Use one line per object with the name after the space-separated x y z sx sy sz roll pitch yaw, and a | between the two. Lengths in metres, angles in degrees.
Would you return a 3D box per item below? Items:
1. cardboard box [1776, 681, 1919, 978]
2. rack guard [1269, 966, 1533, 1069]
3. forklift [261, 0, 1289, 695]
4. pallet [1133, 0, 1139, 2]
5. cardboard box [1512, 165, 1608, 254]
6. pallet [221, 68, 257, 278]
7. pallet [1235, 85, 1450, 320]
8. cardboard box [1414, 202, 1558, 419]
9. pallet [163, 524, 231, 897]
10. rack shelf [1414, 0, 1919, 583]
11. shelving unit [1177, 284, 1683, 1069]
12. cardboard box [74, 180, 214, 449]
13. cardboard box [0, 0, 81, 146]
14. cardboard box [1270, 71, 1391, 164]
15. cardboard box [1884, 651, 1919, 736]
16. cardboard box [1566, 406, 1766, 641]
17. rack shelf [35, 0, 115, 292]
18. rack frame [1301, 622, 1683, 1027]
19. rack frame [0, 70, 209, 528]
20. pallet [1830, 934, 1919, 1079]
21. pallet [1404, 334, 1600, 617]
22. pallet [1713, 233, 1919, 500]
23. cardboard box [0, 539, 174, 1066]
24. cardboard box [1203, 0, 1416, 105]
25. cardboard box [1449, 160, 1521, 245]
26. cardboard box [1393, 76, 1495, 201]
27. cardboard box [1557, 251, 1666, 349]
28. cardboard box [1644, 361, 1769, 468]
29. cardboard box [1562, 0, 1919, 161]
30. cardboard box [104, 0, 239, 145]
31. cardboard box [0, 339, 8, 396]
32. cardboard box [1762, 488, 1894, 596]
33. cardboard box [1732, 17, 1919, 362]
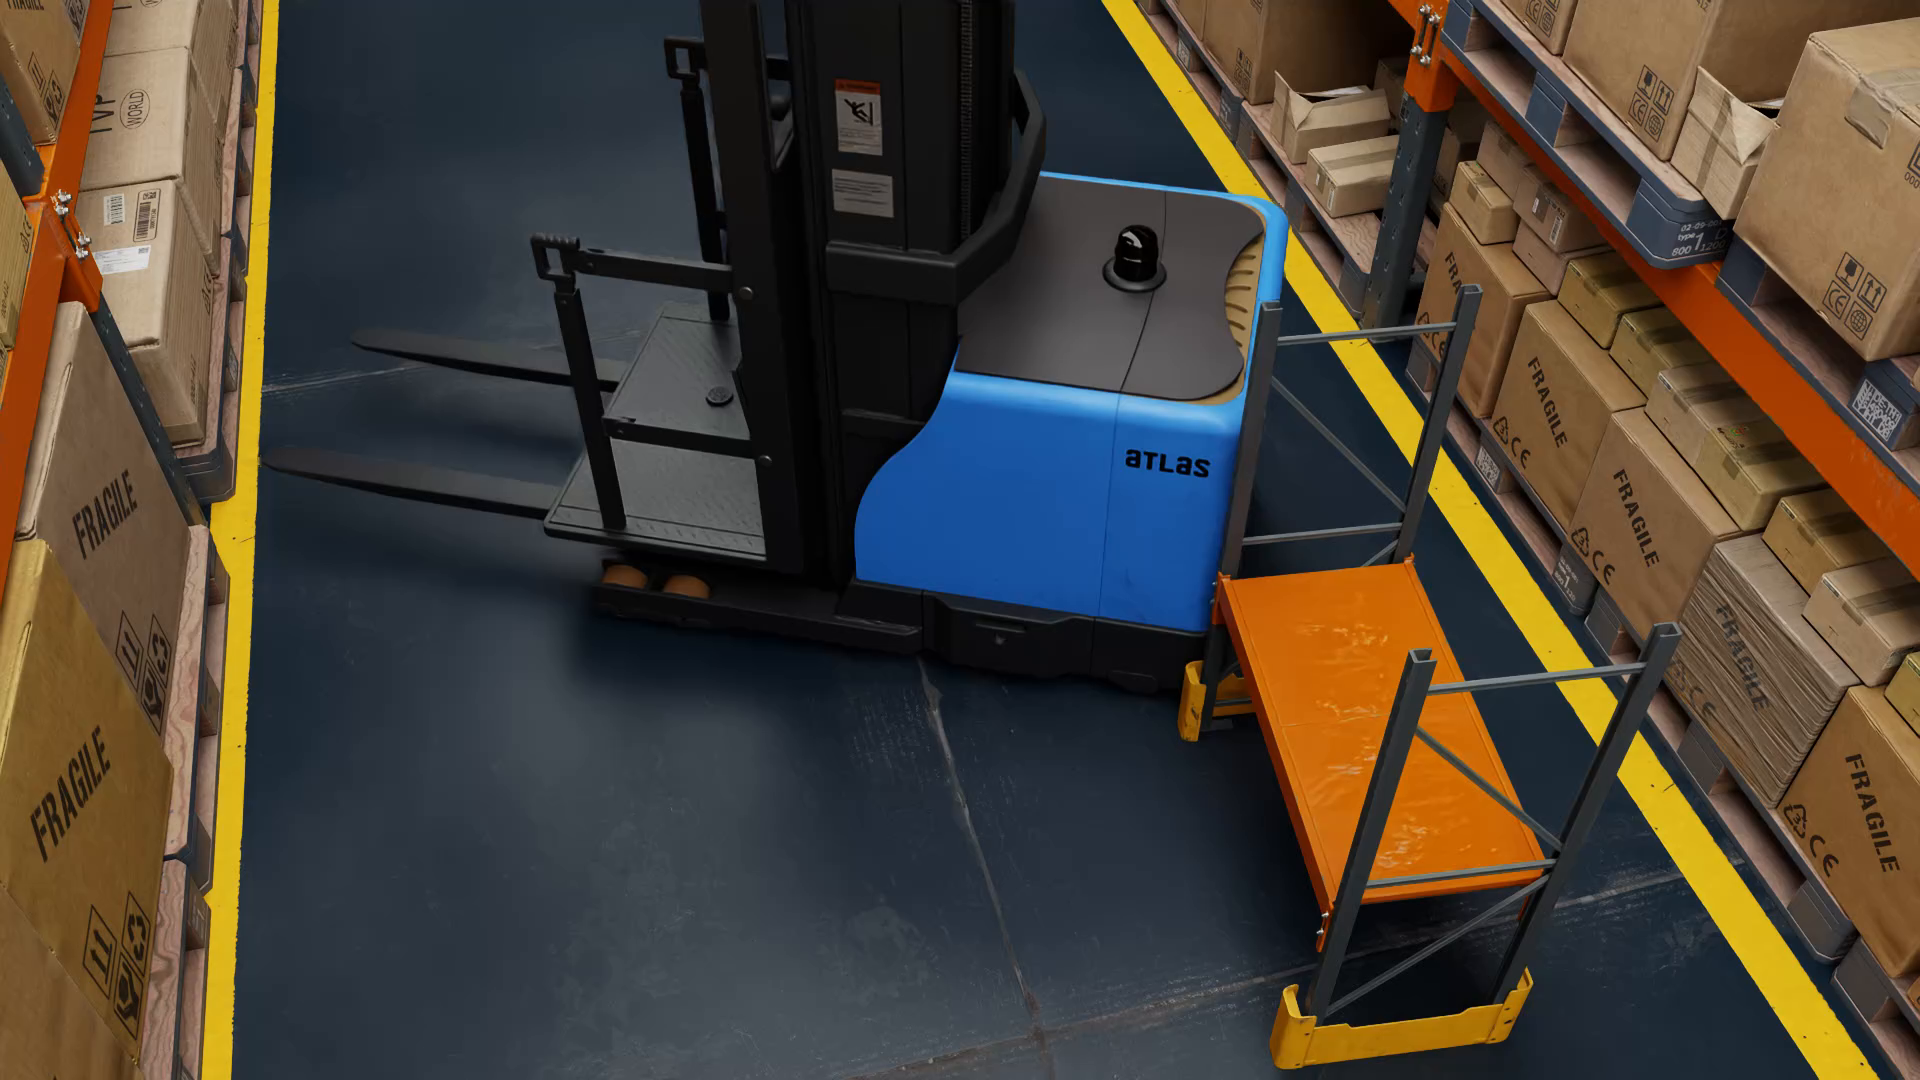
2.390 0.655 3.964 0.500 0.500 0.500 -9 46 -9 | cardboard box
1.046 1.131 3.967 0.587 0.250 0.087 -5 46 -5 | rack guard
-0.630 -1.122 4.297 3.031 2.935 1.130 9 46 8 | forklift
1.137 -3.057 8.098 1.003 0.211 1.213 -11 47 -10 | pallet
1.884 -1.010 4.933 0.380 0.149 0.250 -13 47 -12 | cardboard box
-3.295 -1.371 6.446 1.003 0.211 1.213 -11 47 -10 | pallet
1.762 -1.372 6.447 1.003 0.211 1.213 -11 47 -10 | pallet
1.843 -0.771 5.361 0.500 0.500 0.500 -9 46 -9 | cardboard box
-2.590 0.531 4.582 1.003 0.211 1.213 -11 47 -10 | pallet
2.449 -0.241 3.890 1.077 0.370 4.000 -11 47 -10 | rack shelf
0.979 0.341 3.866 0.587 1.500 1.083 -5 46 -5 | shelving unit
-2.917 -0.667 5.303 0.875 0.438 0.875 -11 47 -11 | cardboard box
-2.728 -1.371 4.423 0.500 0.500 0.500 -9 46 -9 | cardboard box
1.419 -1.641 6.379 0.396 0.266 0.258 -9 46 -9 | cardboard box
2.377 0.359 3.800 0.380 0.149 0.250 -11 47 -11 | cardboard box
2.113 -0.060 4.664 0.500 0.500 0.500 -12 47 -11 | cardboard box
-3.372 -2.093 5.704 1.077 0.370 4.000 -11 47 -10 | rack shelf
1.048 0.707 3.507 0.500 1.500 0.032 -5 46 -5 | rack frame
-2.860 -0.964 4.094 1.000 3.000 0.127 -11 47 -10 | rack frame
2.806 1.341 3.788 1.003 0.211 1.213 -11 47 -10 | pallet
2.182 -0.343 5.439 1.003 0.211 1.213 -11 47 -10 | pallet
2.459 -0.387 3.663 1.003 0.211 1.213 -11 47 -10 | pallet
-2.386 0.669 3.688 0.875 0.875 0.875 -9 46 -9 | cardboard box
1.425 -2.154 6.717 0.700 0.500 0.500 -12 47 -12 | cardboard box
1.771 -1.077 5.207 0.380 0.149 0.250 -9 46 -8 | cardboard box
1.996 -1.579 6.286 0.500 0.311 0.500 -9 46 -9 | cardboard box
1.994 -0.724 4.862 0.380 0.149 0.250 -13 47 -12 | cardboard box
2.105 -0.358 4.503 0.380 0.149 0.250 -11 47 -10 | cardboard box
1.977 -1.323 4.083 0.700 0.500 0.500 -10 46 -10 | cardboard box
-3.376 -1.908 6.519 0.875 0.438 0.875 -10 46 -9 | cardboard box
-2.373 -0.296 3.545 0.500 0.250 0.500 -11 47 -11 | cardboard box
2.264 -0.006 4.157 0.380 0.149 0.250 -11 47 -10 | cardboard box
2.178 -0.782 3.552 0.700 0.500 0.500 -11 47 -11 | cardboard box
